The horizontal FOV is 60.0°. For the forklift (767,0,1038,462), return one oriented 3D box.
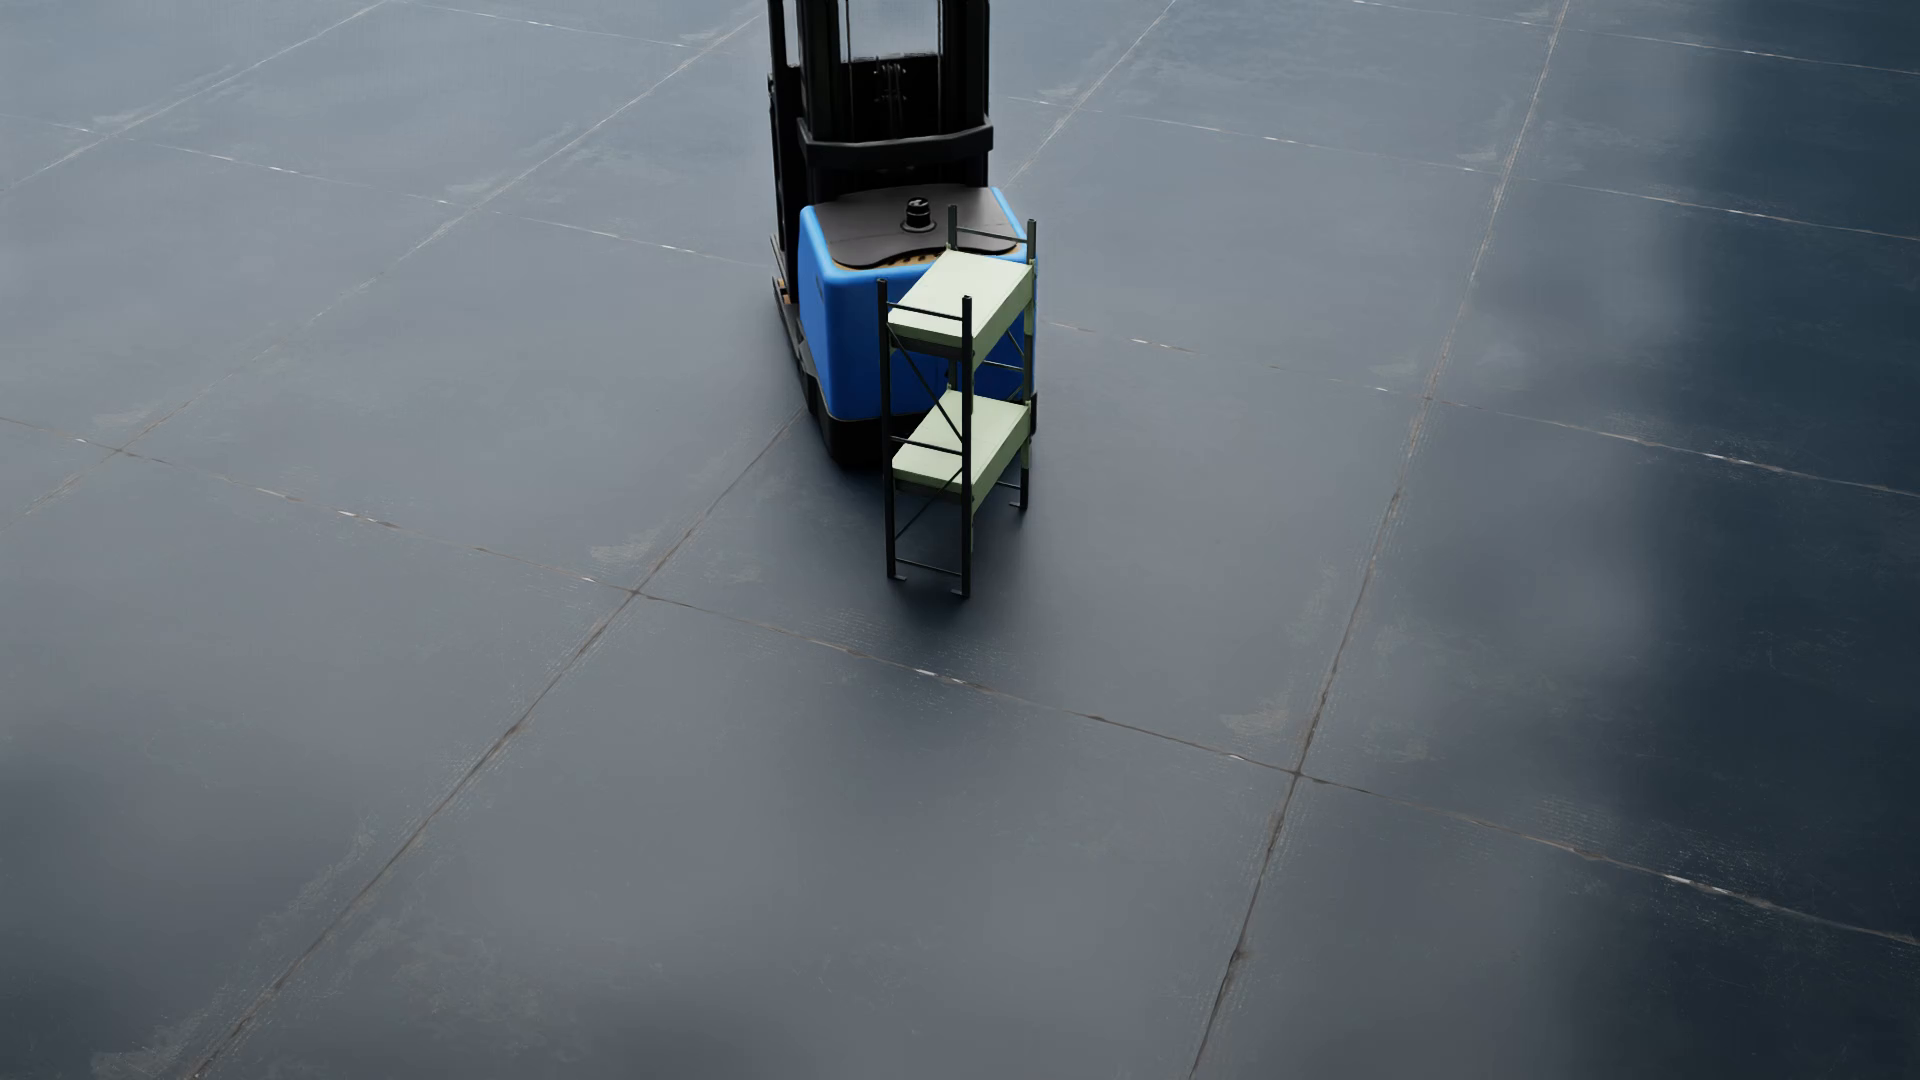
[{"bbox_3d":[-0.450,-2.436,8.561,1.130,2.935,3.031,-8,38,-10],"label":"forklift"}]

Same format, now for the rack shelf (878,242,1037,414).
[{"bbox_3d":[-0.003,-0.910,7.062,0.431,0.370,0.720,14,39,18],"label":"rack shelf"}]

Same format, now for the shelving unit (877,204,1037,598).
[{"bbox_3d":[-0.003,-0.597,7.296,0.431,1.500,0.755,14,39,18],"label":"shelving unit"}]

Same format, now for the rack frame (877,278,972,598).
[{"bbox_3d":[-0.142,-0.394,7.025,0.400,1.500,0.023,14,39,18],"label":"rack frame"}]

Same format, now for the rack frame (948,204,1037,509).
[{"bbox_3d":[0.137,-0.800,7.567,0.400,1.500,0.023,14,39,18],"label":"rack frame"}]

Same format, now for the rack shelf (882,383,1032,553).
[{"bbox_3d":[-0.003,-0.336,7.491,0.431,0.370,0.720,14,39,18],"label":"rack shelf"}]
